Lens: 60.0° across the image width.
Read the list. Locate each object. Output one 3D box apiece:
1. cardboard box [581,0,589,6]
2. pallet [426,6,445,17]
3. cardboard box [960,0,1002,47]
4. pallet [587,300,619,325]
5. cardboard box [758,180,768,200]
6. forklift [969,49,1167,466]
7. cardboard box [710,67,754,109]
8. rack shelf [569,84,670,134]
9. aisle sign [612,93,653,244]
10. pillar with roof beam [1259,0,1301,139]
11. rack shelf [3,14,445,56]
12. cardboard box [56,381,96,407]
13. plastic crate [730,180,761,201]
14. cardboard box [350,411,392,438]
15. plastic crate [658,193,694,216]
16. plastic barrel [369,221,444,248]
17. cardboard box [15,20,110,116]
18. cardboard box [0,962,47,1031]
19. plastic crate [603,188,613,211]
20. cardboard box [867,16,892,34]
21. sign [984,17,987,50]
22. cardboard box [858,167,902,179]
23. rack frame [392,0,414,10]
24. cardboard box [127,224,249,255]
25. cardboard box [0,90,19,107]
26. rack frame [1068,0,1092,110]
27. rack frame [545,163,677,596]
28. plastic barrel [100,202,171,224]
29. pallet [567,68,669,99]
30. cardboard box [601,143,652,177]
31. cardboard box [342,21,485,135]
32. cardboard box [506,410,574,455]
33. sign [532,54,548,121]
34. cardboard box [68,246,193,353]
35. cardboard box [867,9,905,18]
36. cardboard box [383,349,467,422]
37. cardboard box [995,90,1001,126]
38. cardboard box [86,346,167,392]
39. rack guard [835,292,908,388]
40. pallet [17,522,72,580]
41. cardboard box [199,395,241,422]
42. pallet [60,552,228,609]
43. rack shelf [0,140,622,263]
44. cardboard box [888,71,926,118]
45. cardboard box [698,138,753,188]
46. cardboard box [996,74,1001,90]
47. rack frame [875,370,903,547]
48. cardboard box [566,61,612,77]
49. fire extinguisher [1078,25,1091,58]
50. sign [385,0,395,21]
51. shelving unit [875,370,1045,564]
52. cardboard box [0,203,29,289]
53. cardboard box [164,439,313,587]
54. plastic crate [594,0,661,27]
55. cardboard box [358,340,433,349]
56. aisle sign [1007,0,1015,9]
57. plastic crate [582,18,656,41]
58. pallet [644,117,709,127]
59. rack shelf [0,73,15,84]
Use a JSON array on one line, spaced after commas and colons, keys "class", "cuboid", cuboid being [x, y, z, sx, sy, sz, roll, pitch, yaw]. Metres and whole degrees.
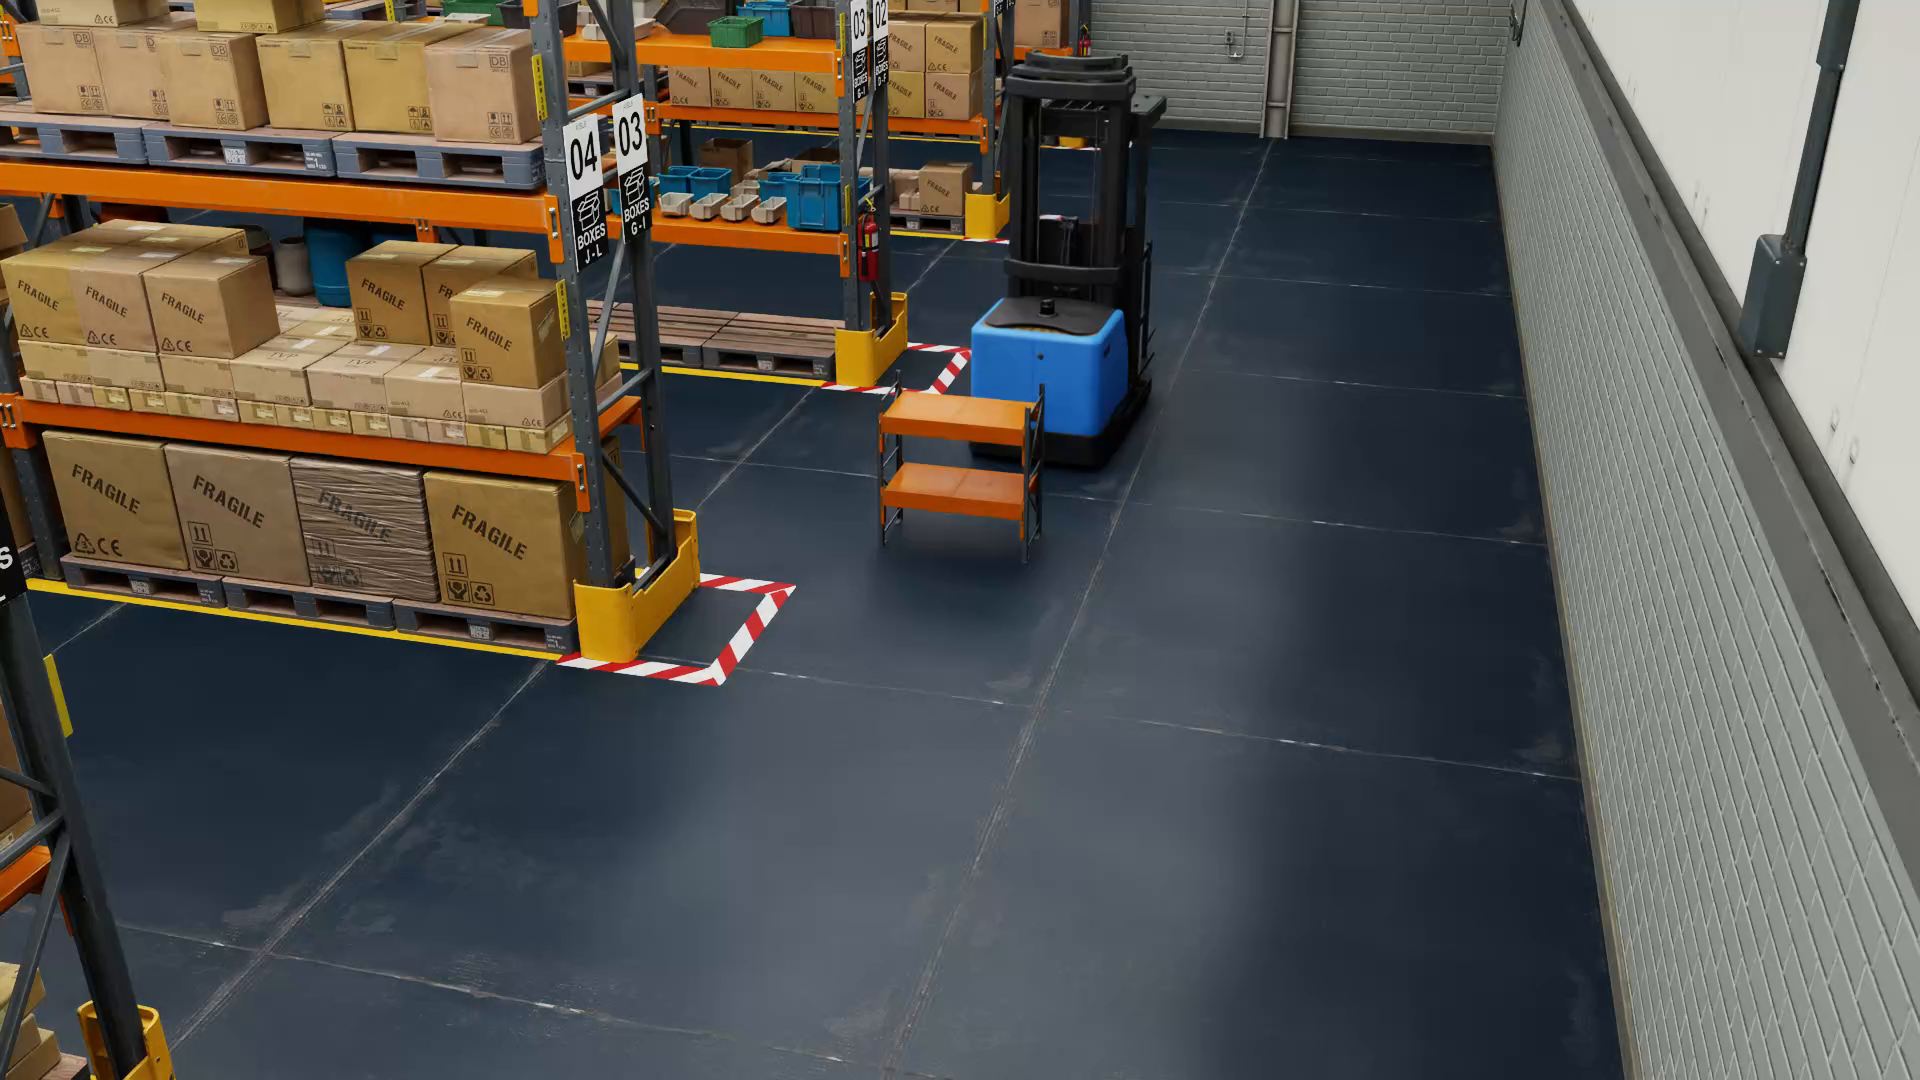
[{"class": "cardboard box", "cuboid": [-5.176, -7.878, 24.203, 0.500, 0.500, 0.500, 7, 26, 15]}, {"class": "pallet", "cuboid": [-8.015, -8.016, 25.202, 1.213, 0.211, 1.003, 6, 26, 13]}, {"class": "cardboard box", "cuboid": [0.457, -7.310, 23.148, 0.700, 0.700, 0.980, 6, 26, 13]}, {"class": "pallet", "cuboid": [-3.959, -2.033, 15.657, 1.213, 0.211, 1.003, 6, 26, 13]}, {"class": "cardboard box", "cuboid": [-2.251, -4.113, 19.565, 0.250, 0.166, 0.380, 6, 26, 13]}, {"class": "forklift", "cuboid": [1.002, -2.498, 13.469, 1.130, 2.935, 3.031, 8, 27, 16]}, {"class": "cardboard box", "cuboid": [-2.521, -5.240, 19.033, 0.500, 0.500, 0.500, 7, 26, 14]}, {"class": "rack shelf", "cuboid": [-5.381, -5.306, 20.124, 4.000, 0.370, 1.077, 6, 26, 13]}, {"class": "aisle sign", "cuboid": [-1.896, -2.156, 9.646, 0.004, 0.787, 0.394, 6, 26, 13]}, {"class": "pillar with roof beam", "cuboid": [3.419, -8.039, 18.048, 0.400, 9.000, 9.100, 6, 26, 13]}, {"class": "rack shelf", "cuboid": [-6.618, -4.599, 15.149, 4.000, 0.370, 1.077, 6, 26, 13]}, {"class": "cardboard box", "cuboid": [-5.457, -0.981, 10.496, 0.250, 0.149, 0.380, 5, 26, 11]}, {"class": "plastic crate", "cuboid": [-1.911, -3.140, 14.974, 0.298, 0.136, 0.250, 6, 26, 13]}, {"class": "cardboard box", "cuboid": [-3.457, -0.761, 10.033, 0.250, 0.149, 0.380, 6, 26, 12]}, {"class": "plastic crate", "cuboid": [-2.486, -2.927, 14.528, 0.250, 0.136, 0.298, 6, 26, 13]}, {"class": "plastic barrel", "cuboid": [-5.204, -2.662, 15.687, 0.708, 0.901, 0.600, 6, 26, 13]}, {"class": "cardboard box", "cuboid": [-5.142, -2.868, 9.956, 0.500, 0.500, 0.700, 5, 26, 10]}, {"class": "cardboard box", "cuboid": [-3.797, 1.821, 6.454, 0.250, 0.149, 0.380, 5, 26, 11]}, {"class": "plastic crate", "cuboid": [-3.248, -3.088, 14.697, 0.530, 0.282, 0.437, 6, 26, 13]}, {"class": "cardboard box", "cuboid": [-1.062, -5.525, 18.469, 0.500, 0.500, 0.500, 7, 26, 14]}, {"class": "sign", "cuboid": [0.273, -5.425, 17.822, 0.005, 0.325, 0.100, 6, 26, 13]}, {"class": "cardboard box", "cuboid": [-0.994, -4.229, 19.712, 0.500, 0.250, 0.500, 6, 26, 13]}, {"class": "rack frame", "cuboid": [-4.681, -6.064, 13.899, 0.127, 3.000, 1.000, 6, 26, 13]}, {"class": "cardboard box", "cuboid": [-4.919, -1.705, 10.679, 0.500, 0.500, 0.500, 7, 26, 14]}, {"class": "cardboard box", "cuboid": [-12.177, -5.577, 21.694, 0.500, 0.500, 0.500, 6, 26, 13]}, {"class": "rack frame", "cuboid": [1.660, -7.051, 22.953, 0.127, 3.000, 1.000, 6, 26, 13]}, {"class": "rack frame", "cuboid": [-2.041, -0.865, 9.958, 0.127, 3.000, 1.000, 6, 26, 13]}, {"class": "plastic barrel", "cuboid": [-8.077, -2.948, 16.370, 0.708, 0.830, 0.600, 6, 26, 13]}, {"class": "pallet", "cuboid": [-4.190, -5.461, 19.836, 1.213, 0.211, 1.003, 6, 26, 13]}, {"class": "cardboard box", "cuboid": [-3.993, -4.420, 19.823, 0.500, 0.500, 0.500, 6, 26, 13]}, {"class": "cardboard box", "cuboid": [-3.072, -2.643, 9.482, 0.500, 0.500, 0.700, 5, 26, 11]}, {"class": "cardboard box", "cuboid": [-2.467, -0.652, 9.805, 0.250, 0.149, 0.380, 7, 26, 14]}, {"class": "sign", "cuboid": [-2.189, -2.359, 8.669, 0.005, 0.325, 0.100, 6, 26, 13]}, {"class": "cardboard box", "cuboid": [-5.039, -1.484, 10.216, 0.500, 0.500, 0.500, 6, 26, 13]}, {"class": "cardboard box", "cuboid": [-0.925, -5.751, 18.942, 0.500, 0.500, 0.500, 7, 26, 14]}, {"class": "cardboard box", "cuboid": [-3.067, -0.927, 9.918, 0.500, 0.250, 0.500, 6, 26, 12]}, {"class": "cardboard box", "cuboid": [0.473, -6.199, 23.582, 0.500, 0.500, 0.700, 6, 26, 13]}, {"class": "cardboard box", "cuboid": [-5.044, -1.145, 10.375, 0.500, 0.250, 0.500, 6, 26, 13]}, {"class": "rack guard", "cuboid": [-0.781, -1.801, 14.833, 0.348, 0.500, 1.175, 6, 26, 13]}, {"class": "pallet", "cuboid": [-6.681, -0.085, 11.565, 1.213, 0.211, 1.003, 6, 26, 13]}, {"class": "cardboard box", "cuboid": [-4.455, -0.871, 10.264, 0.250, 0.149, 0.380, 7, 26, 14]}, {"class": "pallet", "cuboid": [-5.198, 0.080, 11.218, 1.213, 0.211, 1.003, 6, 26, 13]}, {"class": "rack shelf", "cuboid": [-3.978, -2.108, 9.918, 4.000, 0.370, 1.077, 6, 26, 13]}, {"class": "cardboard box", "cuboid": [-0.575, -5.022, 18.575, 0.500, 0.500, 0.500, 7, 26, 13]}, {"class": "cardboard box", "cuboid": [-2.821, -4.544, 20.082, 0.500, 0.500, 0.500, 6, 26, 13]}, {"class": "cardboard box", "cuboid": [0.540, -6.403, 23.257, 0.250, 0.149, 0.380, 7, 26, 14]}, {"class": "rack frame", "cuboid": [-0.486, -0.562, 11.503, 0.032, 1.125, 0.500, 6, 26, 13]}, {"class": "cardboard box", "cuboid": [-4.529, -5.842, 19.809, 0.500, 0.500, 0.700, 11, 27, 21]}, {"class": "fire extinguisher", "cuboid": [1.692, -6.640, 22.612, 0.183, 0.674, 0.296, 6, 26, 13]}, {"class": "sign", "cuboid": [-4.820, -4.484, 14.062, 0.005, 0.325, 0.100, 6, 26, 13]}, {"class": "shelving unit", "cuboid": [0.007, -0.507, 11.388, 1.048, 1.125, 0.538, 6, 26, 13]}, {"class": "cardboard box", "cuboid": [-6.535, -1.856, 10.757, 0.637, 0.503, 0.797, 6, 26, 12]}, {"class": "cardboard box", "cuboid": [-4.424, -0.323, 10.804, 0.875, 0.875, 0.875, 6, 26, 13]}, {"class": "plastic crate", "cuboid": [-2.877, -4.593, 14.438, 0.530, 0.282, 0.437, 6, 26, 13]}, {"class": "cardboard box", "cuboid": [-3.429, -1.203, 10.498, 0.500, 0.250, 0.500, 5, 26, 11]}, {"class": "aisle sign", "cuboid": [0.569, -6.277, 18.303, 0.004, 0.787, 0.394, 6, 26, 13]}, {"class": "plastic crate", "cuboid": [-2.870, -4.280, 13.949, 0.530, 0.136, 0.437, 6, 26, 13]}, {"class": "pallet", "cuboid": [-4.165, -6.401, 24.832, 1.213, 0.211, 1.003, 6, 26, 13]}, {"class": "rack shelf", "cuboid": [-13.129, -6.162, 21.923, 4.000, 0.370, 1.077, 6, 26, 13]}]
